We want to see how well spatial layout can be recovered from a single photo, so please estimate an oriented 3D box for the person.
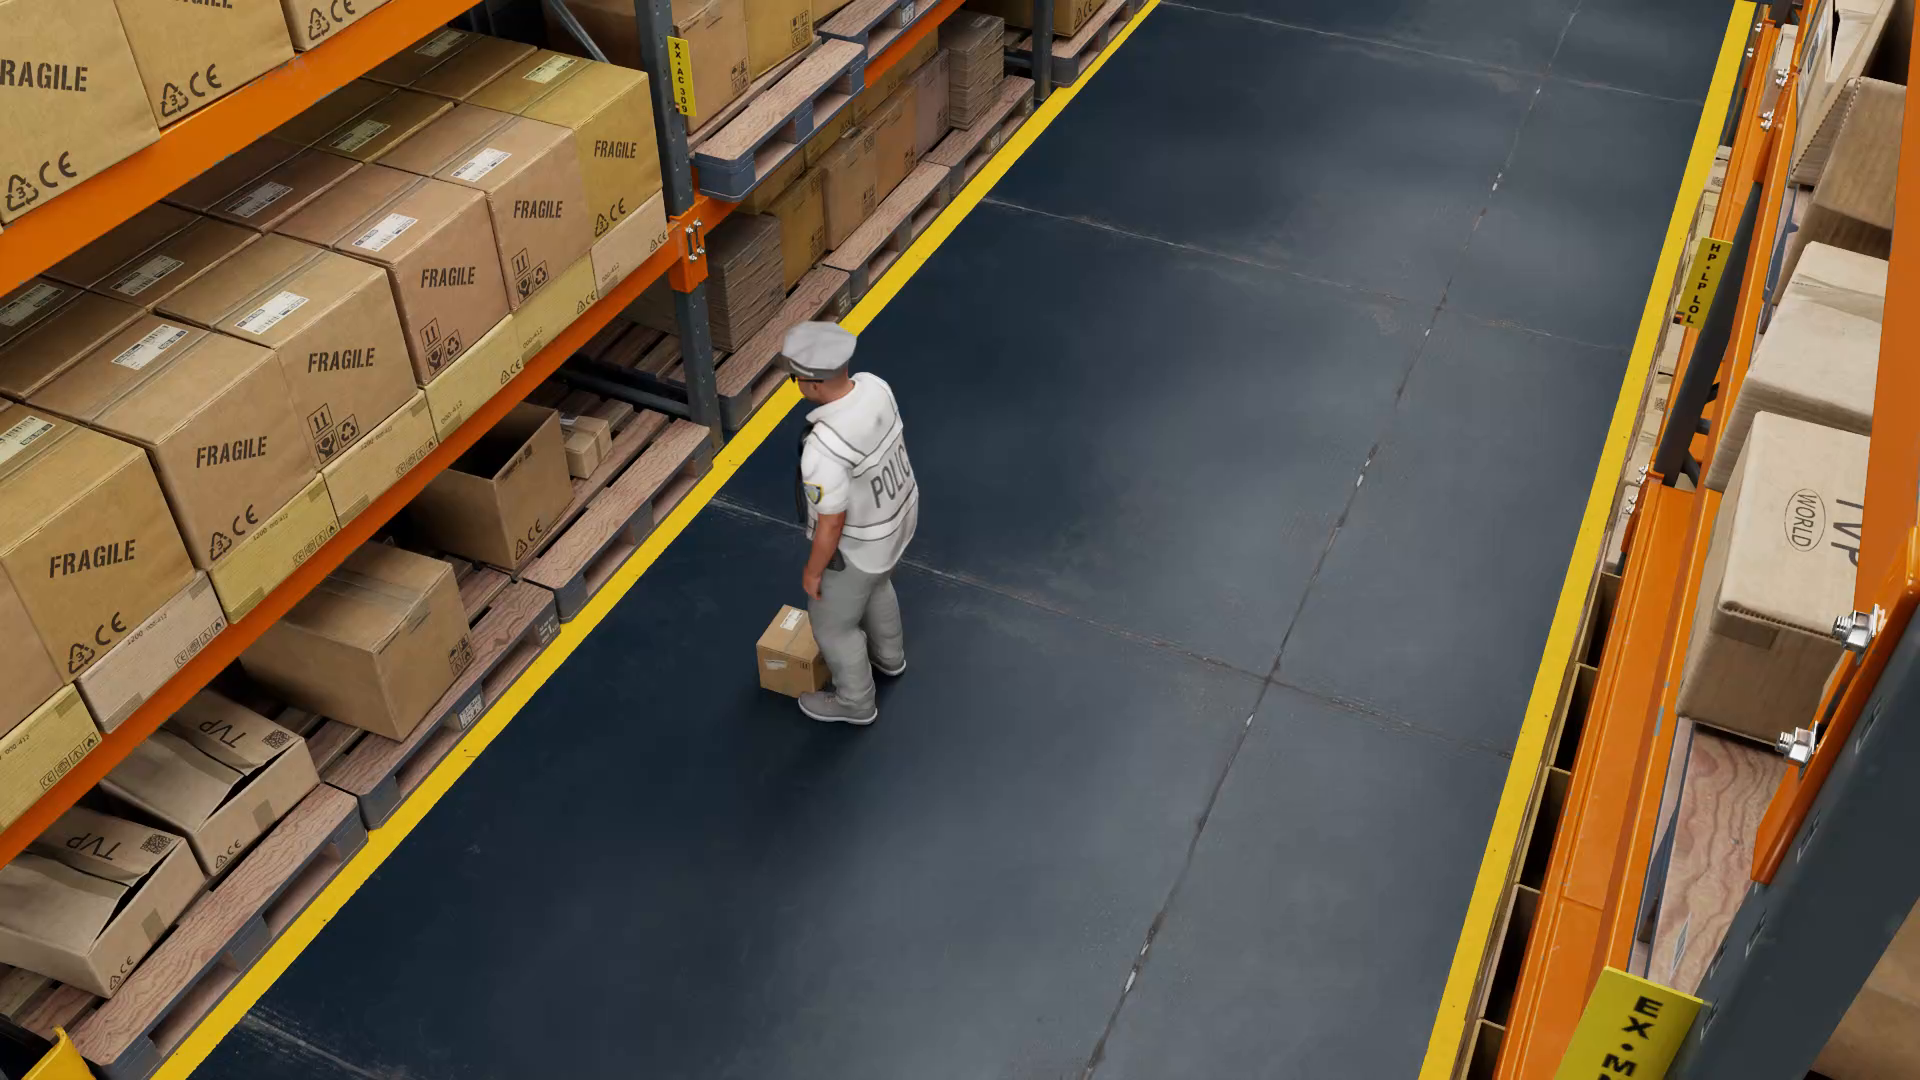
[{"bbox_3d":[-0.391,-0.029,6.187,0.432,1.747,0.585,16,44,17],"label":"person"}]
